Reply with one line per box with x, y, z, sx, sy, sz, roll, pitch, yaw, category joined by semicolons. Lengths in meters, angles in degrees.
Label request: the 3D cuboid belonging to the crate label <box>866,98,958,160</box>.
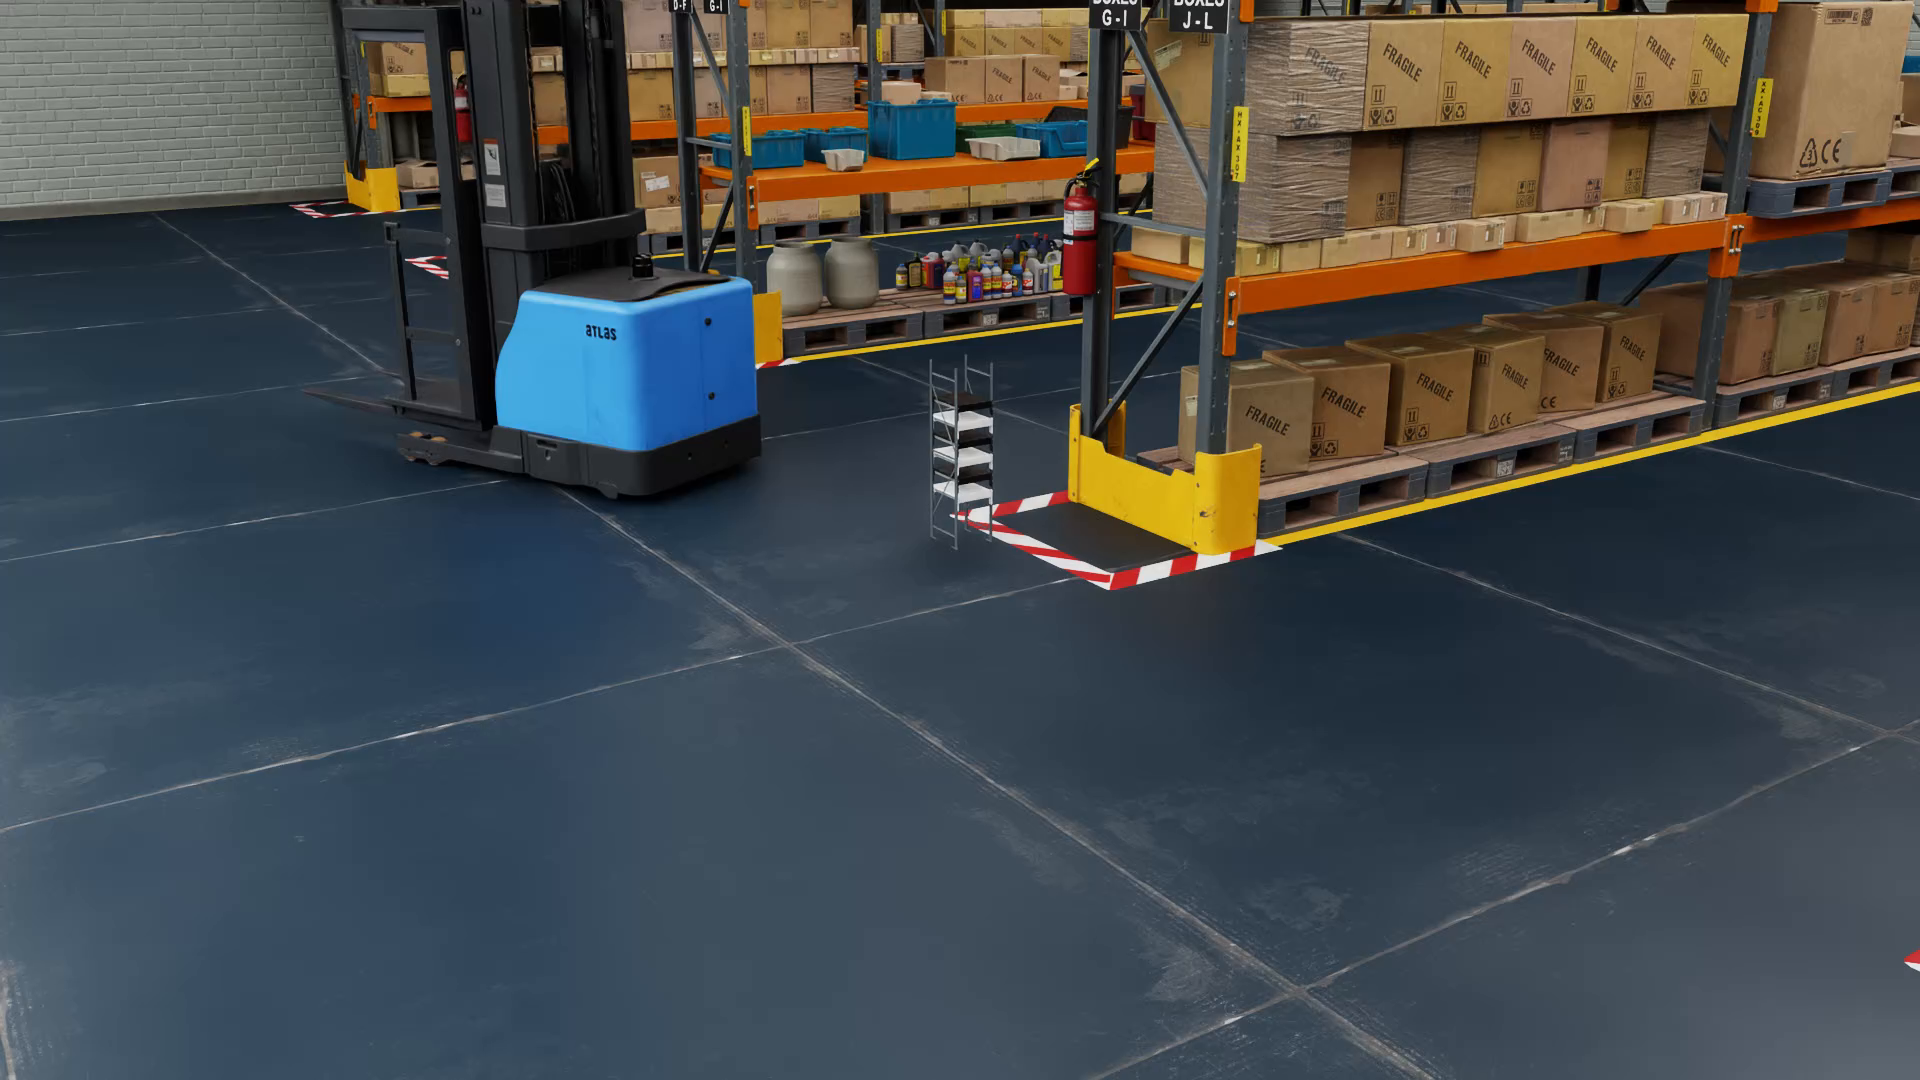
-0.381;-3.250;13.119;0.616;0.435;0.502;-12;22;-31;crate label

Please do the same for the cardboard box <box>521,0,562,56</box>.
-4.049;-4.912;15.910;0.500;0.500;0.700;-12;22;-31;cardboard box

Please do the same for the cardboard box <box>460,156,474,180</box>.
-6.115;-4.620;20.737;0.500;0.311;0.500;-10;21;-27;cardboard box

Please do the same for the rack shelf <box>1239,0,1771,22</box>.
2.625;-2.944;8.710;4.000;0.370;1.077;-12;22;-31;rack shelf

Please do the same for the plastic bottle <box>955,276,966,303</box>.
0.003;-1.974;13.082;0.097;0.201;0.097;0;19;0;plastic bottle

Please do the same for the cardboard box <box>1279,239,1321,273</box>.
1.543;-1.418;8.148;0.250;0.149;0.380;-12;22;-31;cardboard box

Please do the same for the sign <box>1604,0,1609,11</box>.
9.161;-7.527;23.524;0.005;0.325;0.100;-12;22;-31;sign

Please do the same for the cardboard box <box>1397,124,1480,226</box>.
2.222;-1.986;8.816;0.500;0.500;0.875;-12;22;-31;cardboard box

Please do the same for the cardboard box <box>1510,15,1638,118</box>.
3.236;-2.549;8.920;0.500;0.500;0.500;-12;22;-31;cardboard box

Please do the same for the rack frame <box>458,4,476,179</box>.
-4.490;-4.162;15.873;0.127;3.000;1.000;-12;22;-31;rack frame

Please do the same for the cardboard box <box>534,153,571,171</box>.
-4.206;-3.588;16.641;0.500;0.500;0.500;-12;22;-31;cardboard box

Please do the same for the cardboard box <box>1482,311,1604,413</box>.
3.465;-1.069;9.969;0.500;0.500;0.500;-5;19;-14;cardboard box

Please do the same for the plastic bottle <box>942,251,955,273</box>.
-0.135;-2.257;13.803;0.135;0.276;0.152;-13;22;-33;plastic bottle

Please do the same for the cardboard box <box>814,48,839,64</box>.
-1.467;-5.073;17.399;0.250;0.149;0.380;-12;22;-33;cardboard box

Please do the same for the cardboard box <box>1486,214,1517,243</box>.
2.766;-1.697;8.973;0.250;0.149;0.380;-12;22;-31;cardboard box

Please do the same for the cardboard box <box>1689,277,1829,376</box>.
5.229;-1.422;10.984;0.500;0.500;0.700;-12;22;-32;cardboard box

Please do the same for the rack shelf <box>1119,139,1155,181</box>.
3.242;-3.553;15.193;4.000;0.370;1.077;-12;22;-31;rack shelf

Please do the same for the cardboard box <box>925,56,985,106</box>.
-0.059;-5.138;18.603;0.500;0.500;0.500;-10;21;-28;cardboard box

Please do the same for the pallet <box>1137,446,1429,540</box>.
1.716;-0.338;8.915;1.213;0.211;1.003;-12;22;-31;pallet

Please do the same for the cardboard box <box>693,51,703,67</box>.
-2.760;-4.799;16.587;0.250;0.149;0.380;-12;22;-31;cardboard box

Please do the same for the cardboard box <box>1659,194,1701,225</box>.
4.063;-1.939;9.690;0.250;0.149;0.380;-12;22;-31;cardboard box

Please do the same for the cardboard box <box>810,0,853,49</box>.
-1.517;-5.449;17.497;0.500;0.500;0.700;-12;22;-31;cardboard box

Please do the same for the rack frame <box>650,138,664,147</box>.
-3.877;-6.191;21.874;0.127;3.000;1.000;-12;22;-31;rack frame

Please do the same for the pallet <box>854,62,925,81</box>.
-1.073;-6.651;23.534;1.003;0.211;1.213;-12;22;-31;pallet

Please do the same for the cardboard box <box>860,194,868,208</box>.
-0.963;-3.914;18.776;0.500;0.250;0.500;-12;22;-32;cardboard box

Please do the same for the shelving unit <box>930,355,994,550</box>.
0.007;-0.428;8.105;0.210;0.900;0.258;-12;22;-31;shelving unit

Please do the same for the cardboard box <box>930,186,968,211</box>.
-0.249;-3.858;18.610;0.500;0.250;0.500;-11;22;-30;cardboard box

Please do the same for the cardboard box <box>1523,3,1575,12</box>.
8.230;-7.260;23.320;0.500;0.500;0.500;-11;22;-30;cardboard box

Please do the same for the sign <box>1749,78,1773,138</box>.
4.600;-2.483;9.553;0.005;0.325;0.100;-12;22;-31;sign

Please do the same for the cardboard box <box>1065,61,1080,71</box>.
1.592;-7.143;25.052;0.250;0.149;0.380;-13;22;-33;cardboard box

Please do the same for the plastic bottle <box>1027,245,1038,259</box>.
0.614;-2.368;14.139;0.097;0.271;0.097;0;19;0;plastic bottle

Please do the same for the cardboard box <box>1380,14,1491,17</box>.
2.534;-2.600;9.069;0.500;0.500;0.500;-12;22;-31;cardboard box

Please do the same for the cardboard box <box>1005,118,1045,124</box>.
0.885;-6.323;24.966;0.750;0.750;0.750;-12;22;-32;cardboard box

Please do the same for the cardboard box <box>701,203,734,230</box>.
-2.667;-3.357;17.130;0.500;0.250;0.500;-12;22;-31;cardboard box

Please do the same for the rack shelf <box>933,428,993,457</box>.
0.007;-0.481;8.087;0.200;0.077;0.258;-12;22;-31;rack shelf

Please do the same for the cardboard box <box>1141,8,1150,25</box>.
2.555;-8.003;25.410;0.500;0.250;0.500;-11;22;-30;cardboard box

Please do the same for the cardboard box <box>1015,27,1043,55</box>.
0.867;-7.287;24.465;0.500;0.500;0.500;-12;22;-32;cardboard box

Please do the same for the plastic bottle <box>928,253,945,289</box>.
-0.192;-2.208;13.646;0.133;0.283;0.061;-12;22;-31;plastic bottle

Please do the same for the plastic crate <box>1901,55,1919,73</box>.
11.417;-5.591;19.951;0.499;0.435;0.616;-12;22;-31;plastic crate

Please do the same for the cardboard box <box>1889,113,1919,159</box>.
6.392;-2.690;11.073;0.258;0.266;0.396;-13;22;-33;cardboard box

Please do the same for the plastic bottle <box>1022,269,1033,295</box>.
0.540;-2.087;13.417;0.097;0.201;0.097;0;19;0;plastic bottle

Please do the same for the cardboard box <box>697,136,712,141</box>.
-3.272;-5.350;22.601;0.500;0.500;0.700;-11;22;-30;cardboard box

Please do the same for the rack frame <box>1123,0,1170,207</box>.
2.191;-5.571;20.041;0.127;3.000;1.000;-12;22;-31;rack frame

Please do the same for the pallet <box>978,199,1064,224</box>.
0.464;-3.902;19.458;1.213;0.211;1.003;-12;22;-31;pallet

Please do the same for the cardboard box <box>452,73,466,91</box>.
-6.210;-5.521;20.096;0.500;0.250;0.500;-13;22;-33;cardboard box

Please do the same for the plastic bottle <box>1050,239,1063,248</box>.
0.809;-2.456;14.392;0.135;0.276;0.152;-11;22;-29;plastic bottle

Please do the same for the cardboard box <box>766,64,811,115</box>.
-1.954;-4.740;17.425;0.500;0.500;0.700;-12;22;-32;cardboard box

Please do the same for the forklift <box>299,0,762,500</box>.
-2.646;-1.939;9.405;3.031;2.935;1.130;12;22;31;forklift

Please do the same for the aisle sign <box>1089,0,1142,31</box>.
0.738;-2.813;7.822;0.004;0.787;0.394;-12;22;-31;aisle sign
